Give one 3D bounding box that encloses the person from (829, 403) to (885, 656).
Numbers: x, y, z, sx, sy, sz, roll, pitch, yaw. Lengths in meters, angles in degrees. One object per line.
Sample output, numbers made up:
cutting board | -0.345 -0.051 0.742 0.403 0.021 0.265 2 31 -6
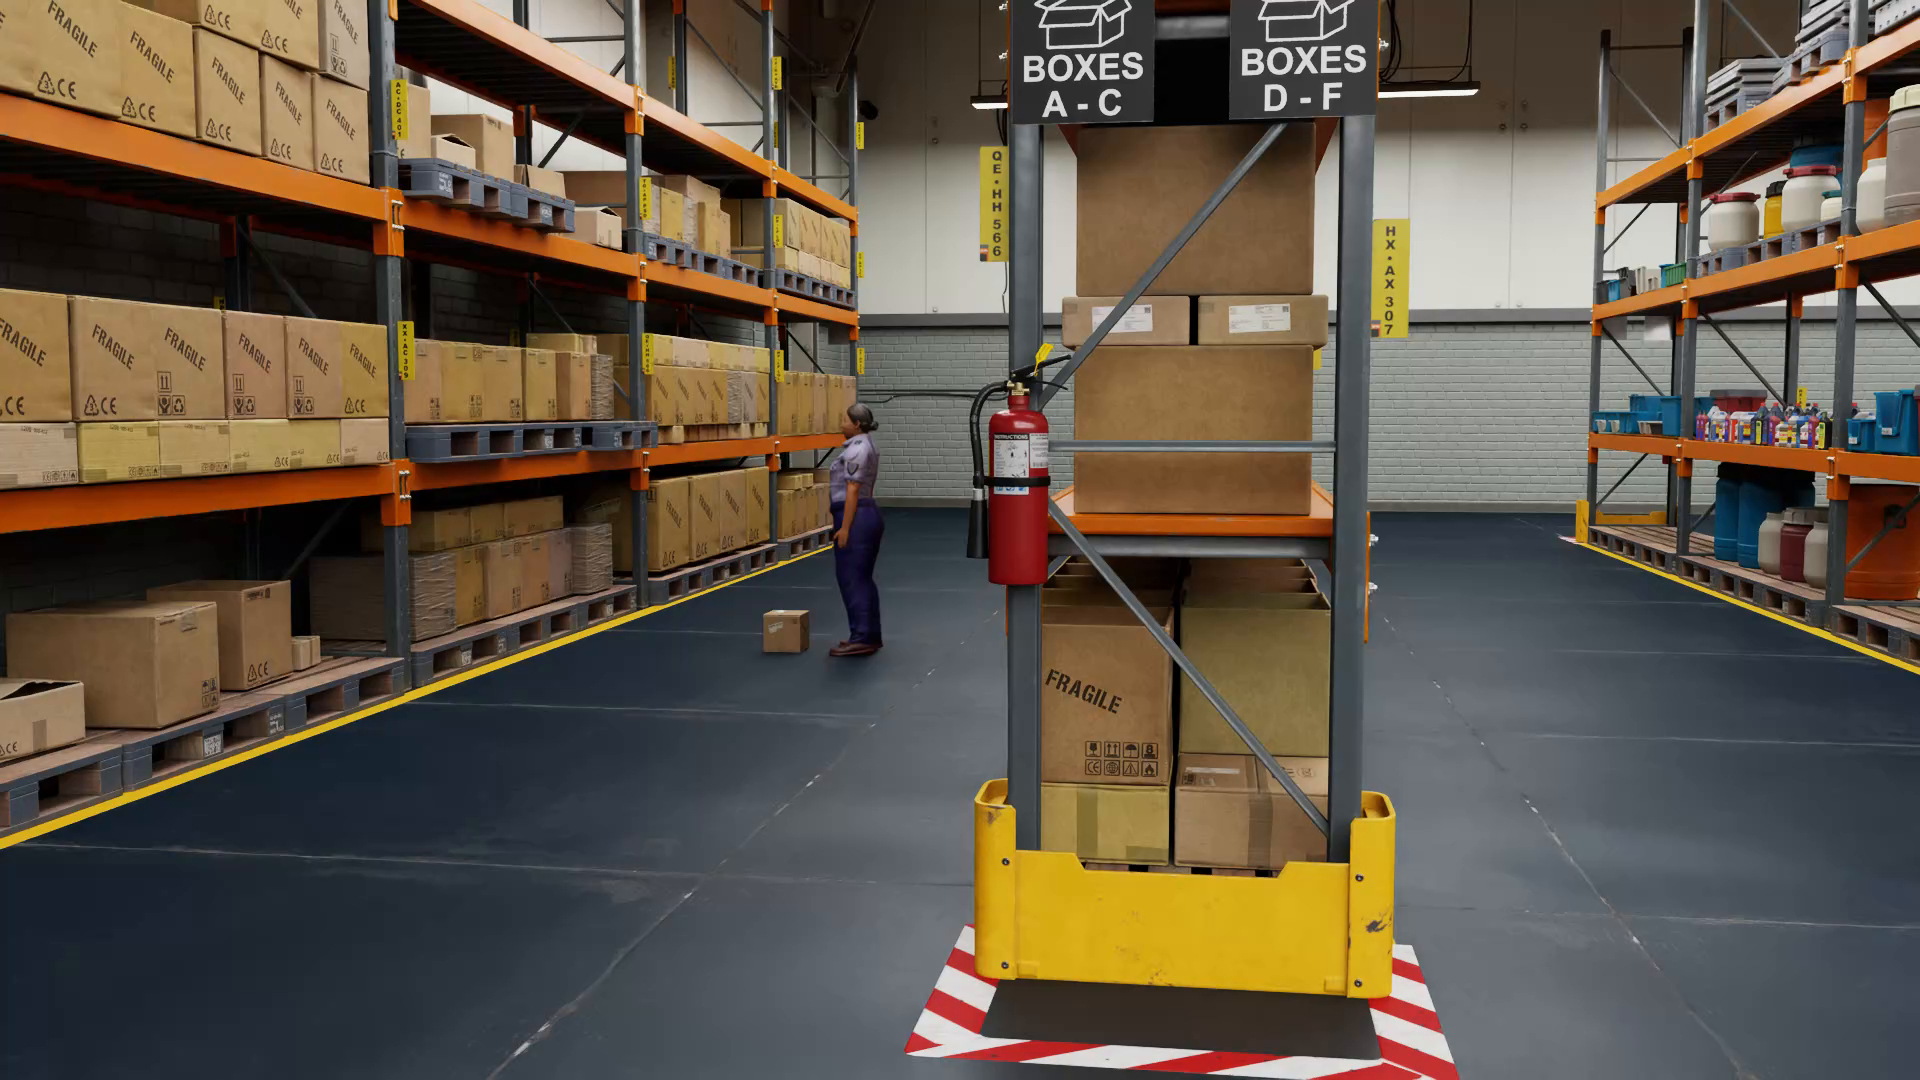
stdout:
person | -0.691 -0.074 10.972 0.343 1.653 0.469 1 5 10
